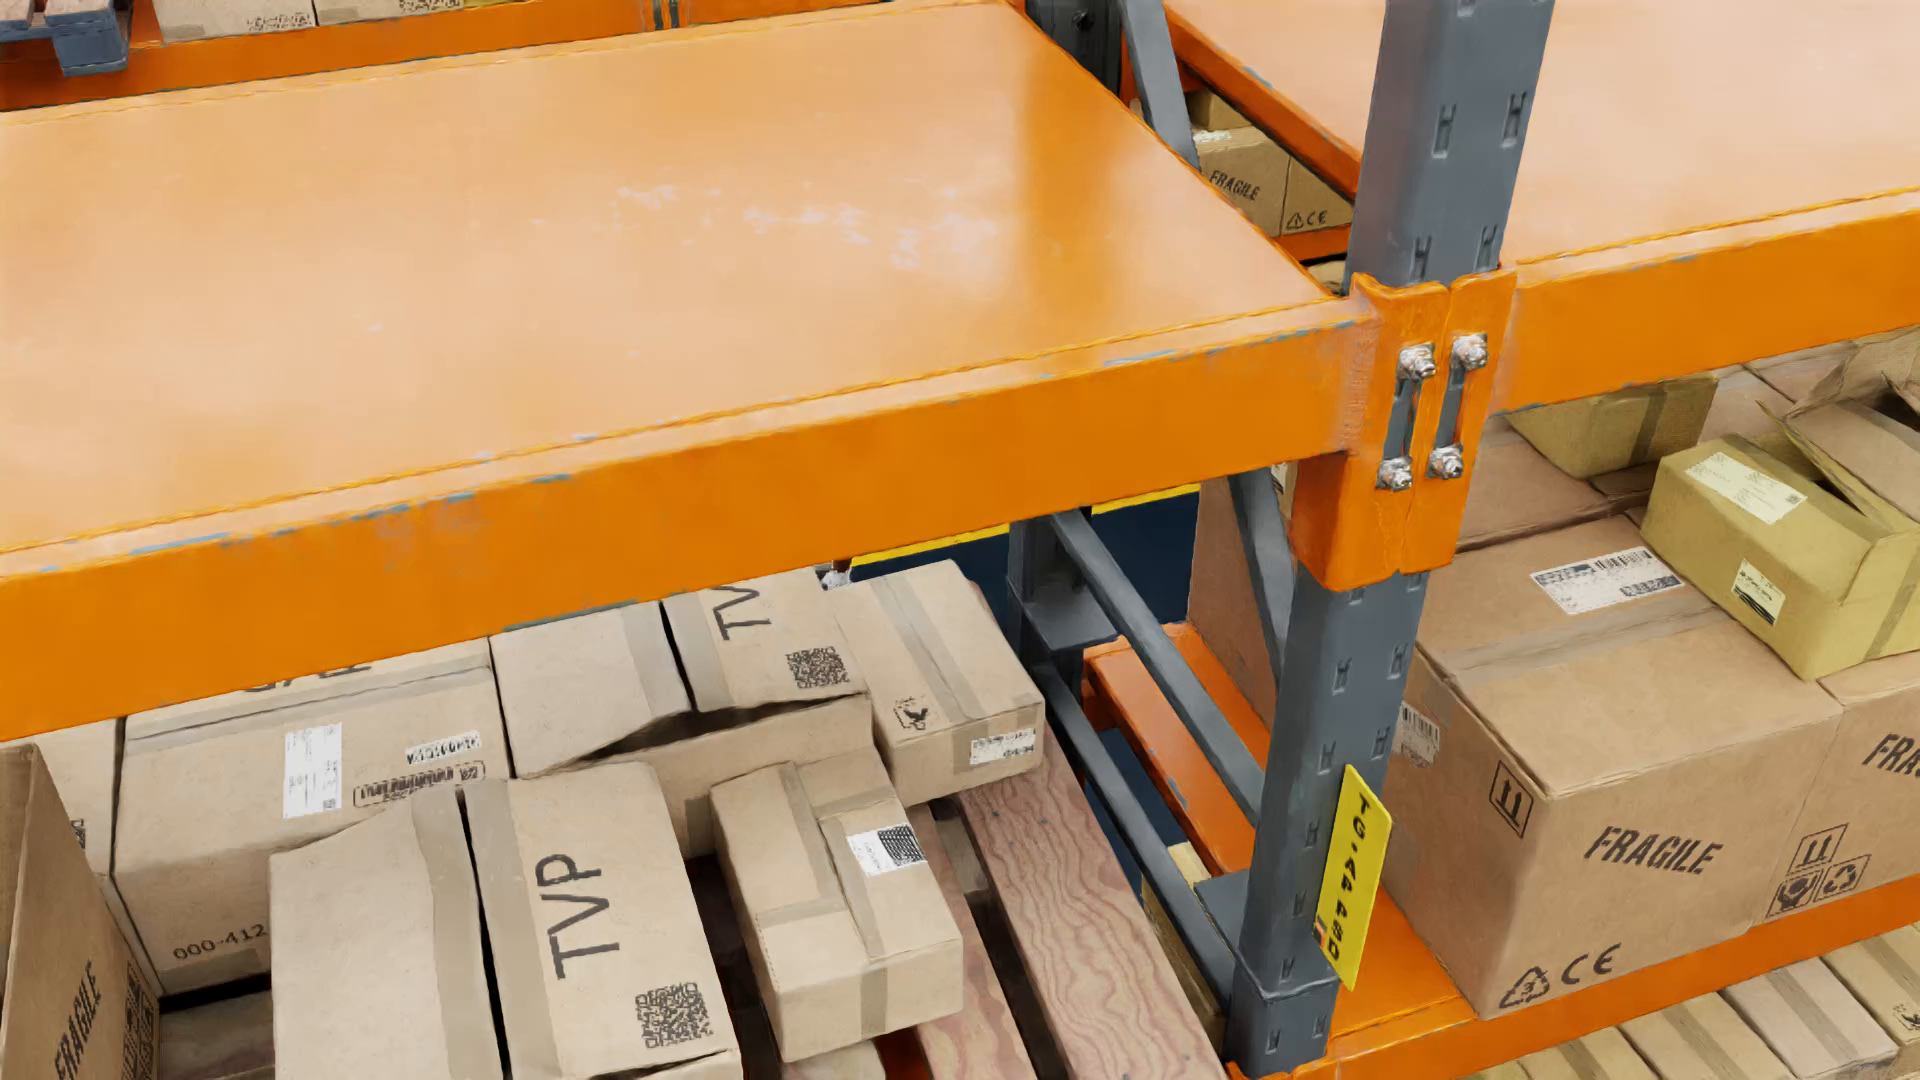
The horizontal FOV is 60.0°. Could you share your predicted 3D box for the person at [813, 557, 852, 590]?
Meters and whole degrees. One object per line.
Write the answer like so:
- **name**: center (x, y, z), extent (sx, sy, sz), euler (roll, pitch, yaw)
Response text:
- **person**: center (-0.637, 0.027, 6.570), extent (0.469, 1.809, 0.573), euler (-10, 38, -12)
